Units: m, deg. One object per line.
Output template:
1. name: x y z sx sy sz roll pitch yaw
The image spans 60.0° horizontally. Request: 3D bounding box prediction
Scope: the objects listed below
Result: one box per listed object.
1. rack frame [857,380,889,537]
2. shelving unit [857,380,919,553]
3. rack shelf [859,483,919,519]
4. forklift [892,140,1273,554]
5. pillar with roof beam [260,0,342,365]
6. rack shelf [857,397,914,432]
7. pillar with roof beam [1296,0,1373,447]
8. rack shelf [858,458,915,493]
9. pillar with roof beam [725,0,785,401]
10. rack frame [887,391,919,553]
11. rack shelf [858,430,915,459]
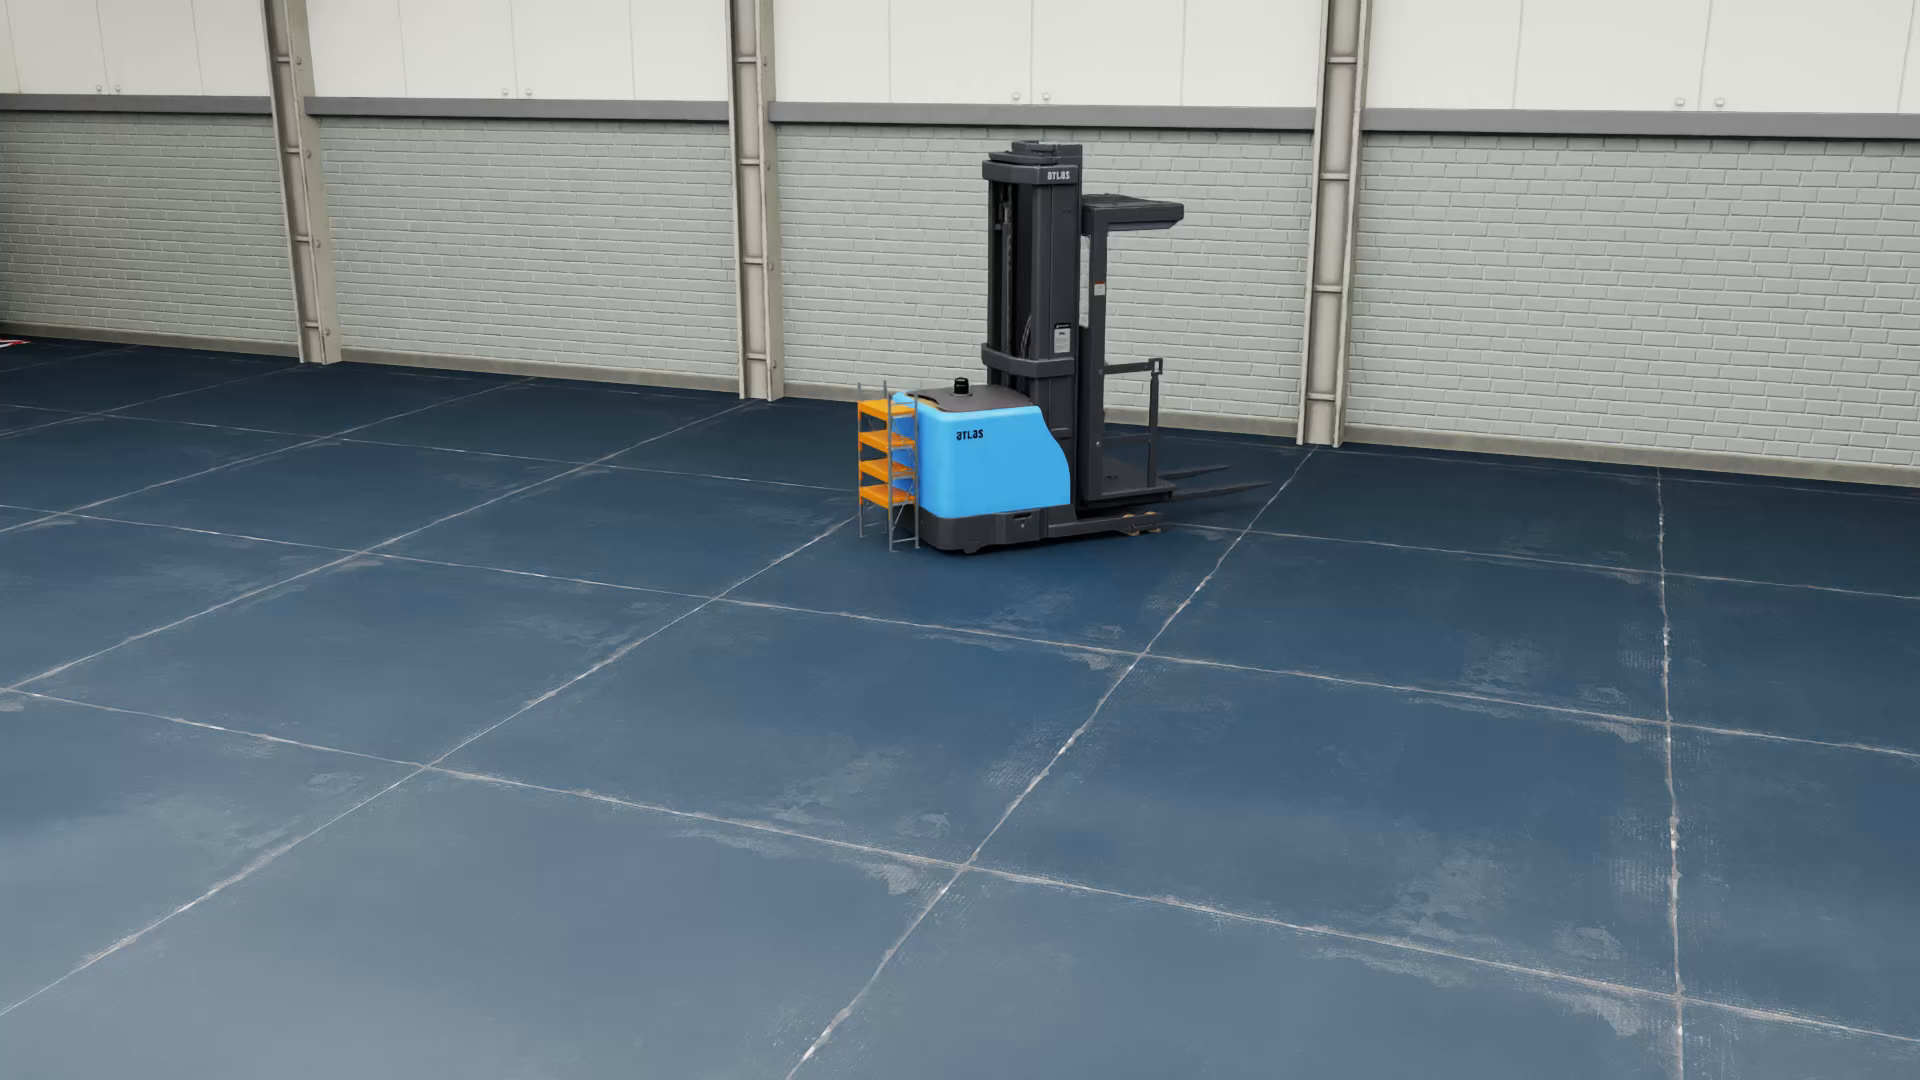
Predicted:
1. rack frame: -0.659 -0.613 12.635 0.240 1.200 0.015 -9 19 -29
2. shelving unit: -0.538 -0.554 12.431 0.258 1.200 0.503 -9 19 -29
3. rack shelf: -0.538 -0.299 12.506 0.258 0.148 0.480 -9 19 -29
4. forklift: 1.023 -1.563 12.801 3.031 2.935 1.130 -7 18 -24
5. pillar with roof beam: -9.302 -5.366 15.016 0.400 9.000 9.100 6 17 21
6. rack shelf: -0.538 -0.932 12.322 0.258 0.148 0.480 -9 19 -29
7. pillar with roof beam: 1.861 -4.138 10.788 0.400 9.000 9.100 6 17 21
8. rack shelf: -0.538 -0.490 12.450 0.258 0.148 0.480 -9 19 -29
9. pillar with roof beam: -3.720 -4.752 12.902 0.400 9.000 9.100 6 17 21
10. rack frame: -0.416 -0.495 12.228 0.240 1.200 0.015 -9 19 -29
11. rack shelf: -0.538 -0.705 12.388 0.258 0.148 0.480 -9 19 -29
